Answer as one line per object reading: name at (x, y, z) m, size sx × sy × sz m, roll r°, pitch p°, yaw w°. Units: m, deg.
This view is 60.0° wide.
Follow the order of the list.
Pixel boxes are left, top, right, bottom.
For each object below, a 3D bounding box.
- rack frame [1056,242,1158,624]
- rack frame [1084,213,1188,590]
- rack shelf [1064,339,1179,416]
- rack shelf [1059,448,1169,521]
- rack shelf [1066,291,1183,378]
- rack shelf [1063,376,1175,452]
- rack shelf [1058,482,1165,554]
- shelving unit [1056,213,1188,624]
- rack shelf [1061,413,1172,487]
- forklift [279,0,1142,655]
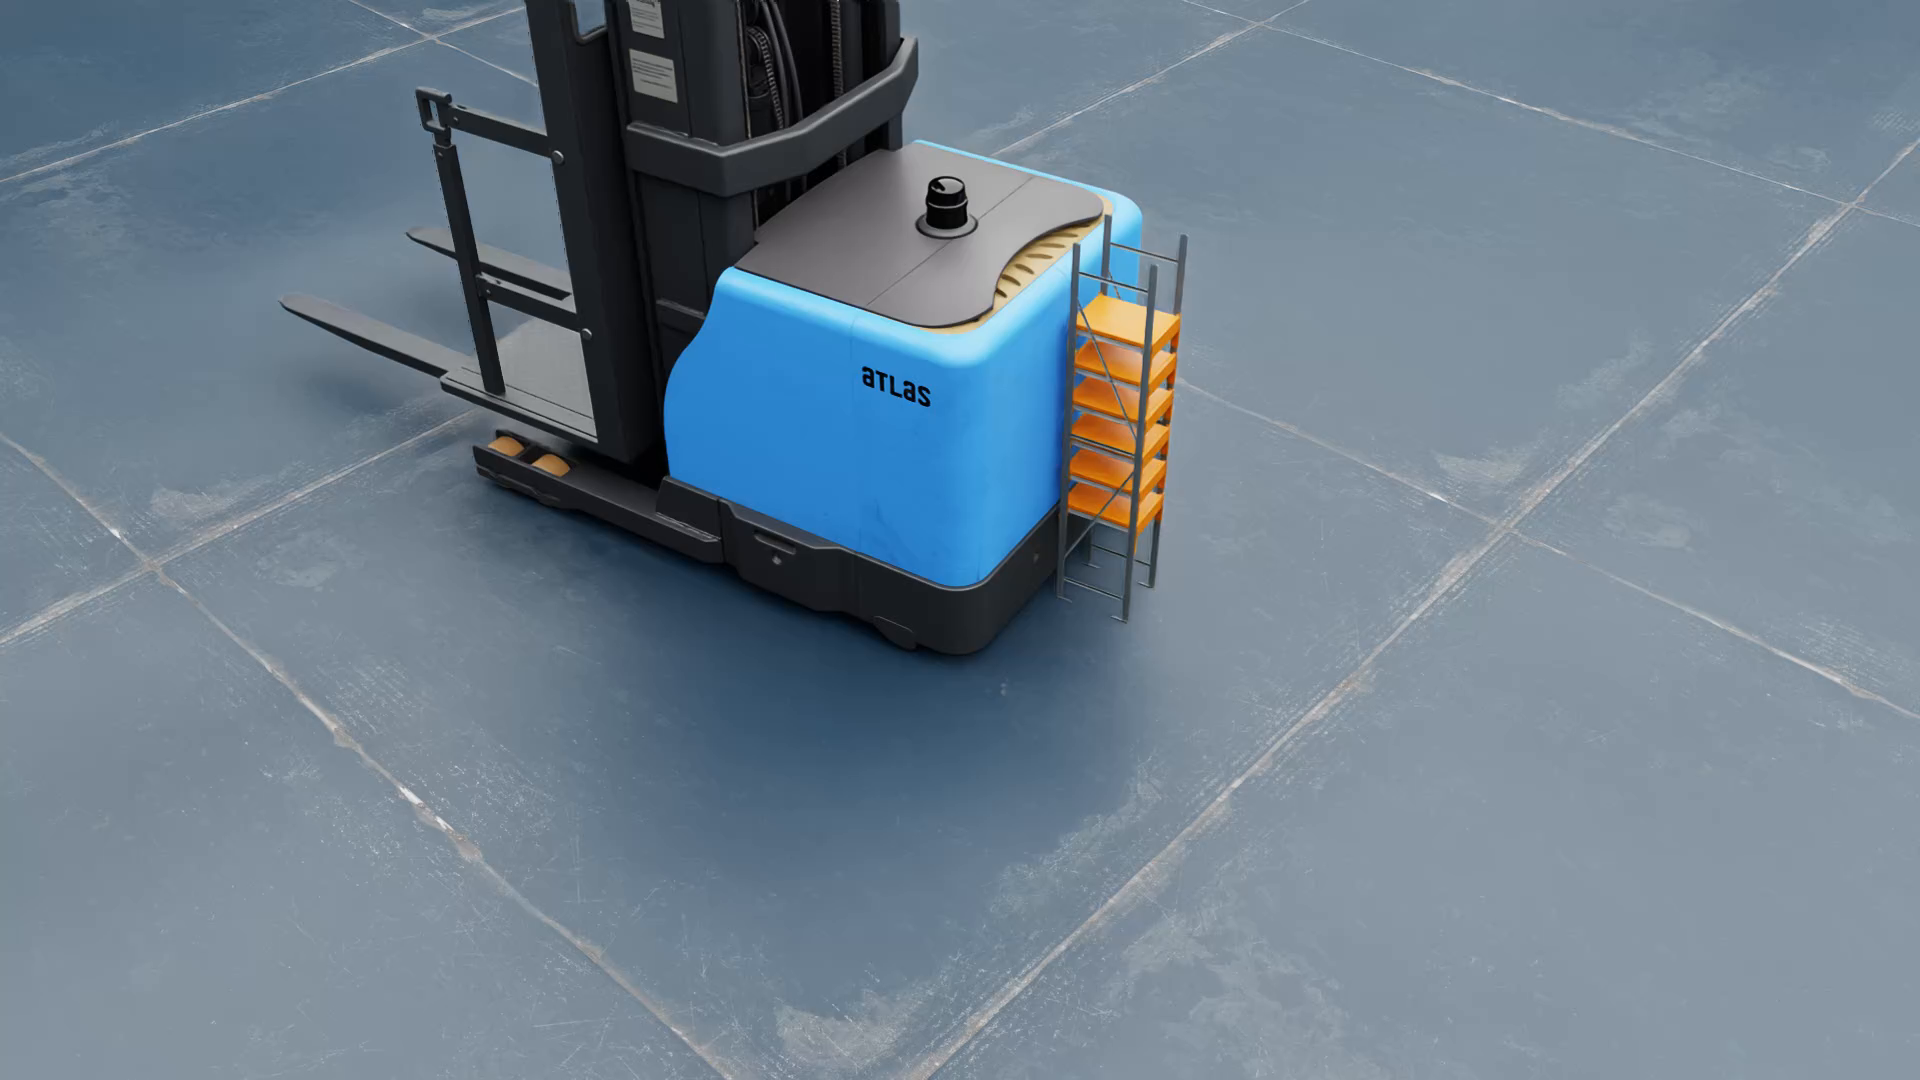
rack frame at (0.395, -0.259, 4.612) m, size 0.240 × 1.200 × 0.006 m, roll 20°, pitch 43°, yaw 23°
rack frame at (0.488, -0.358, 4.736) m, size 0.240 × 1.200 × 0.006 m, roll 20°, pitch 43°, yaw 23°
rack shelf at (0.442, -0.462, 4.552) m, size 0.258 × 0.103 × 0.180 m, roll 20°, pitch 43°, yaw 23°
rack shelf at (0.442, -0.180, 4.776) m, size 0.258 × 0.103 × 0.180 m, roll 20°, pitch 43°, yaw 23°
rack shelf at (0.442, -0.556, 4.478) m, size 0.258 × 0.103 × 0.180 m, roll 20°, pitch 43°, yaw 23°
rack shelf at (0.442, -0.368, 4.627) m, size 0.258 × 0.103 × 0.180 m, roll 20°, pitch 43°, yaw 23°
rack shelf at (0.442, -0.086, 4.851) m, size 0.258 × 0.103 × 0.180 m, roll 20°, pitch 43°, yaw 23°
shelving unit at (0.442, -0.309, 4.674) m, size 0.258 × 1.200 × 0.189 m, roll 20°, pitch 43°, yaw 23°
rack shelf at (0.442, -0.274, 4.702) m, size 0.258 × 0.103 × 0.180 m, roll 20°, pitch 43°, yaw 23°
forklift at (-0.986, -1.512, 4.797) m, size 3.031 × 2.935 × 1.130 m, roll 21°, pitch 43°, yaw 24°
